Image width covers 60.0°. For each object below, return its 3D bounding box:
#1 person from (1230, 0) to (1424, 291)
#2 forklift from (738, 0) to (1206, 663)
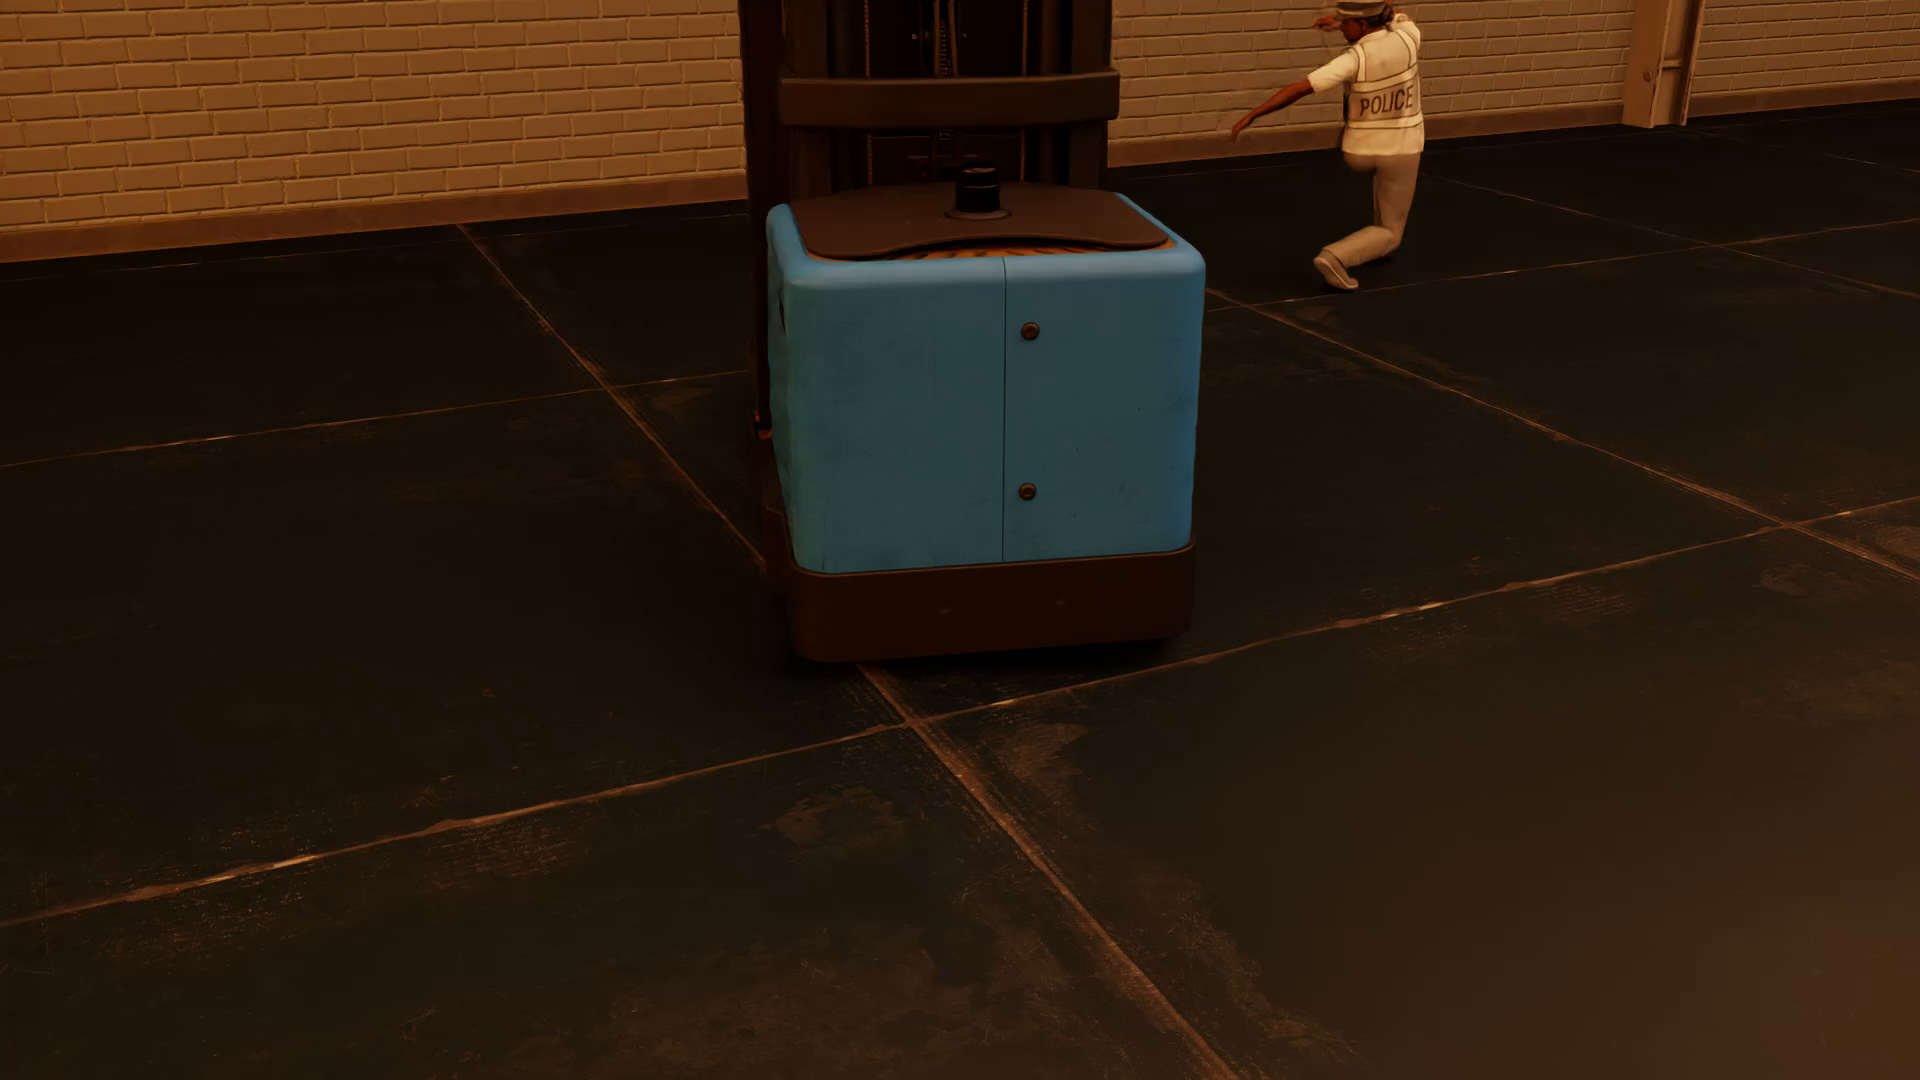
[{"bbox_3d":[1.816,-1.967,8.064,0.853,1.386,0.953,10,24,22],"label":"person"},{"bbox_3d":[-0.139,-1.577,5.083,1.130,2.935,3.031,-4,23,-9],"label":"forklift"}]
